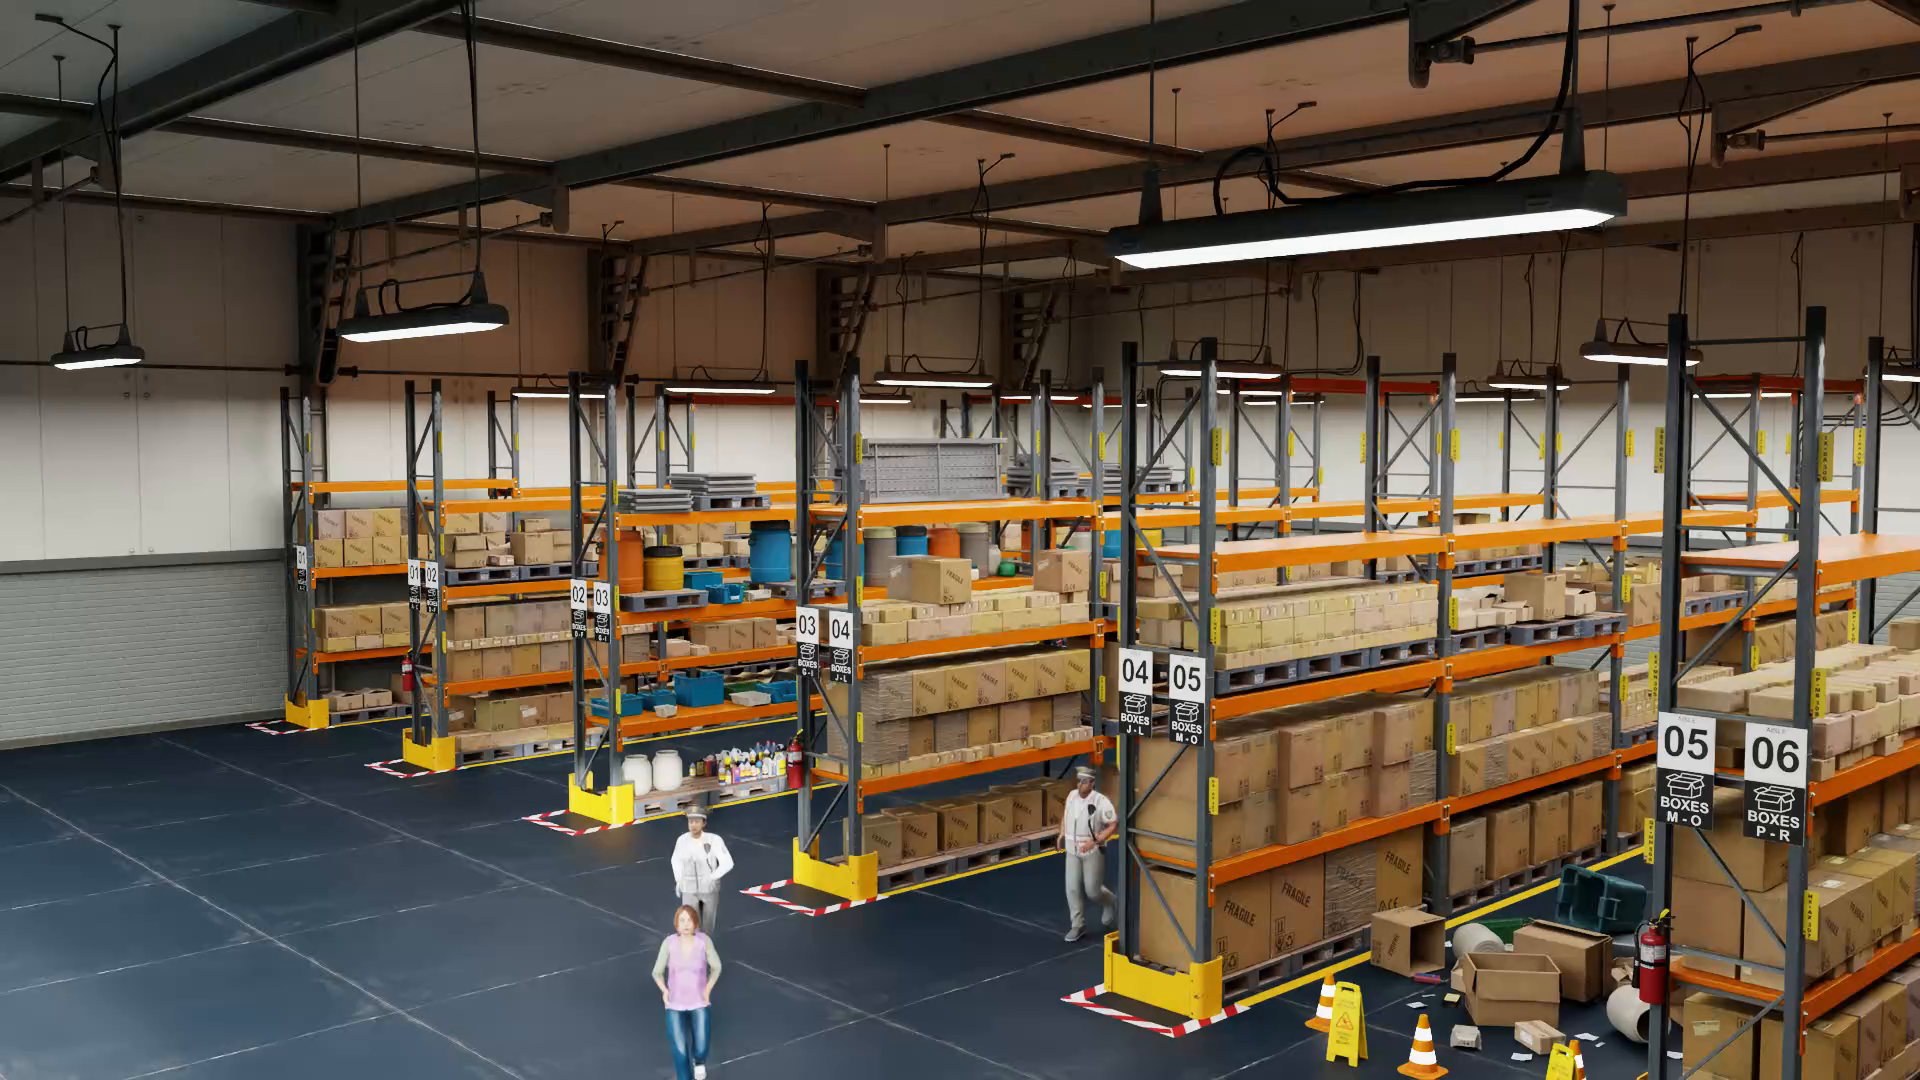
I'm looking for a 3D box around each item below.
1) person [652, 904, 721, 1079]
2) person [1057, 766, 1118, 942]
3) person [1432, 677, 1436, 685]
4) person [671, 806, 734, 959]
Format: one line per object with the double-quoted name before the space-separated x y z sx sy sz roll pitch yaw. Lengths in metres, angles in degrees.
"person" -2.097 3.571 12.768 0.532 1.550 0.560 -1 4 -9
"person" 1.311 3.186 17.133 0.684 1.764 0.768 3 4 35
"person" 6.972 2.789 24.279 0.572 1.724 0.652 3 5 44
"person" -2.436 3.285 15.656 0.608 1.608 0.764 0 4 -1
